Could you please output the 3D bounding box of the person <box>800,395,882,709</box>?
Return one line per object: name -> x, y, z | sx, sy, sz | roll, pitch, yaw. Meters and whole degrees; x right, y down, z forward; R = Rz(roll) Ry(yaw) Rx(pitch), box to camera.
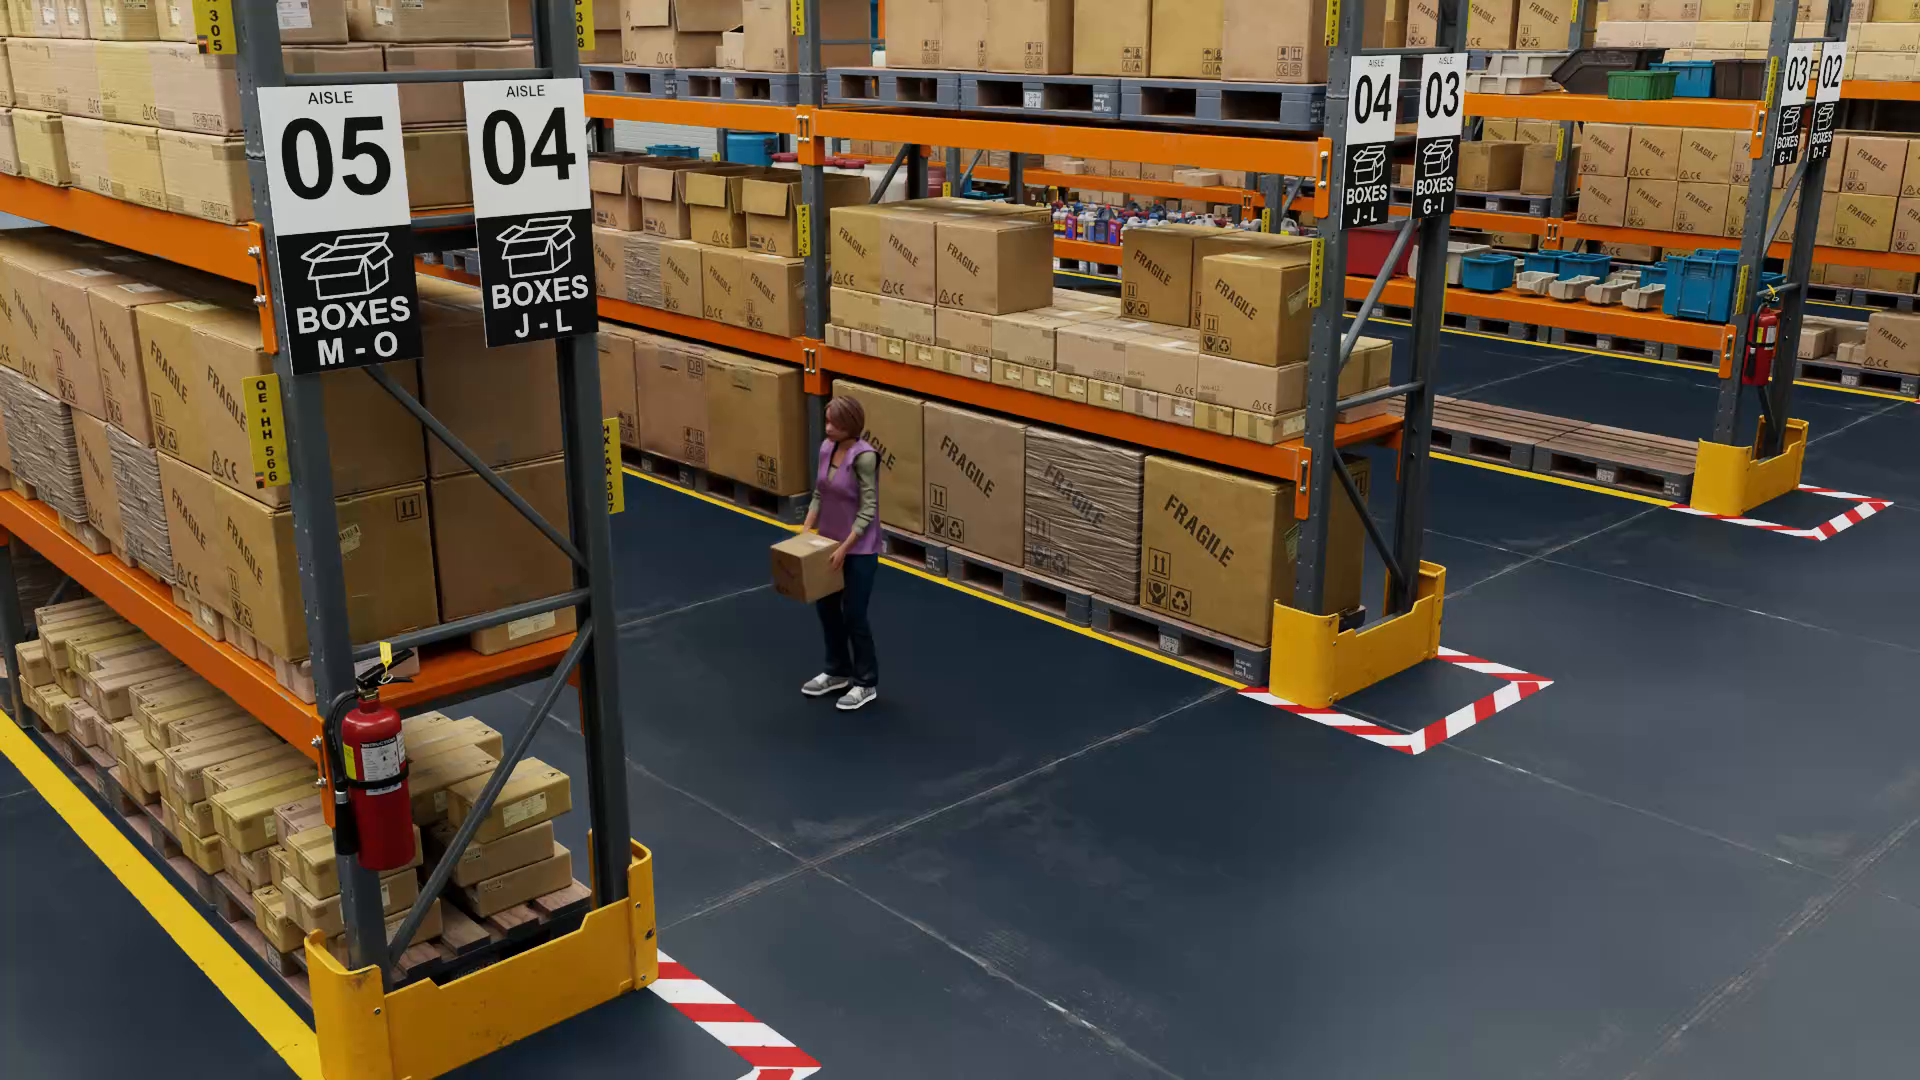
person -> -0.599, 0.057, 8.370 | 0.398, 1.603, 0.444 | -16, 24, -42
